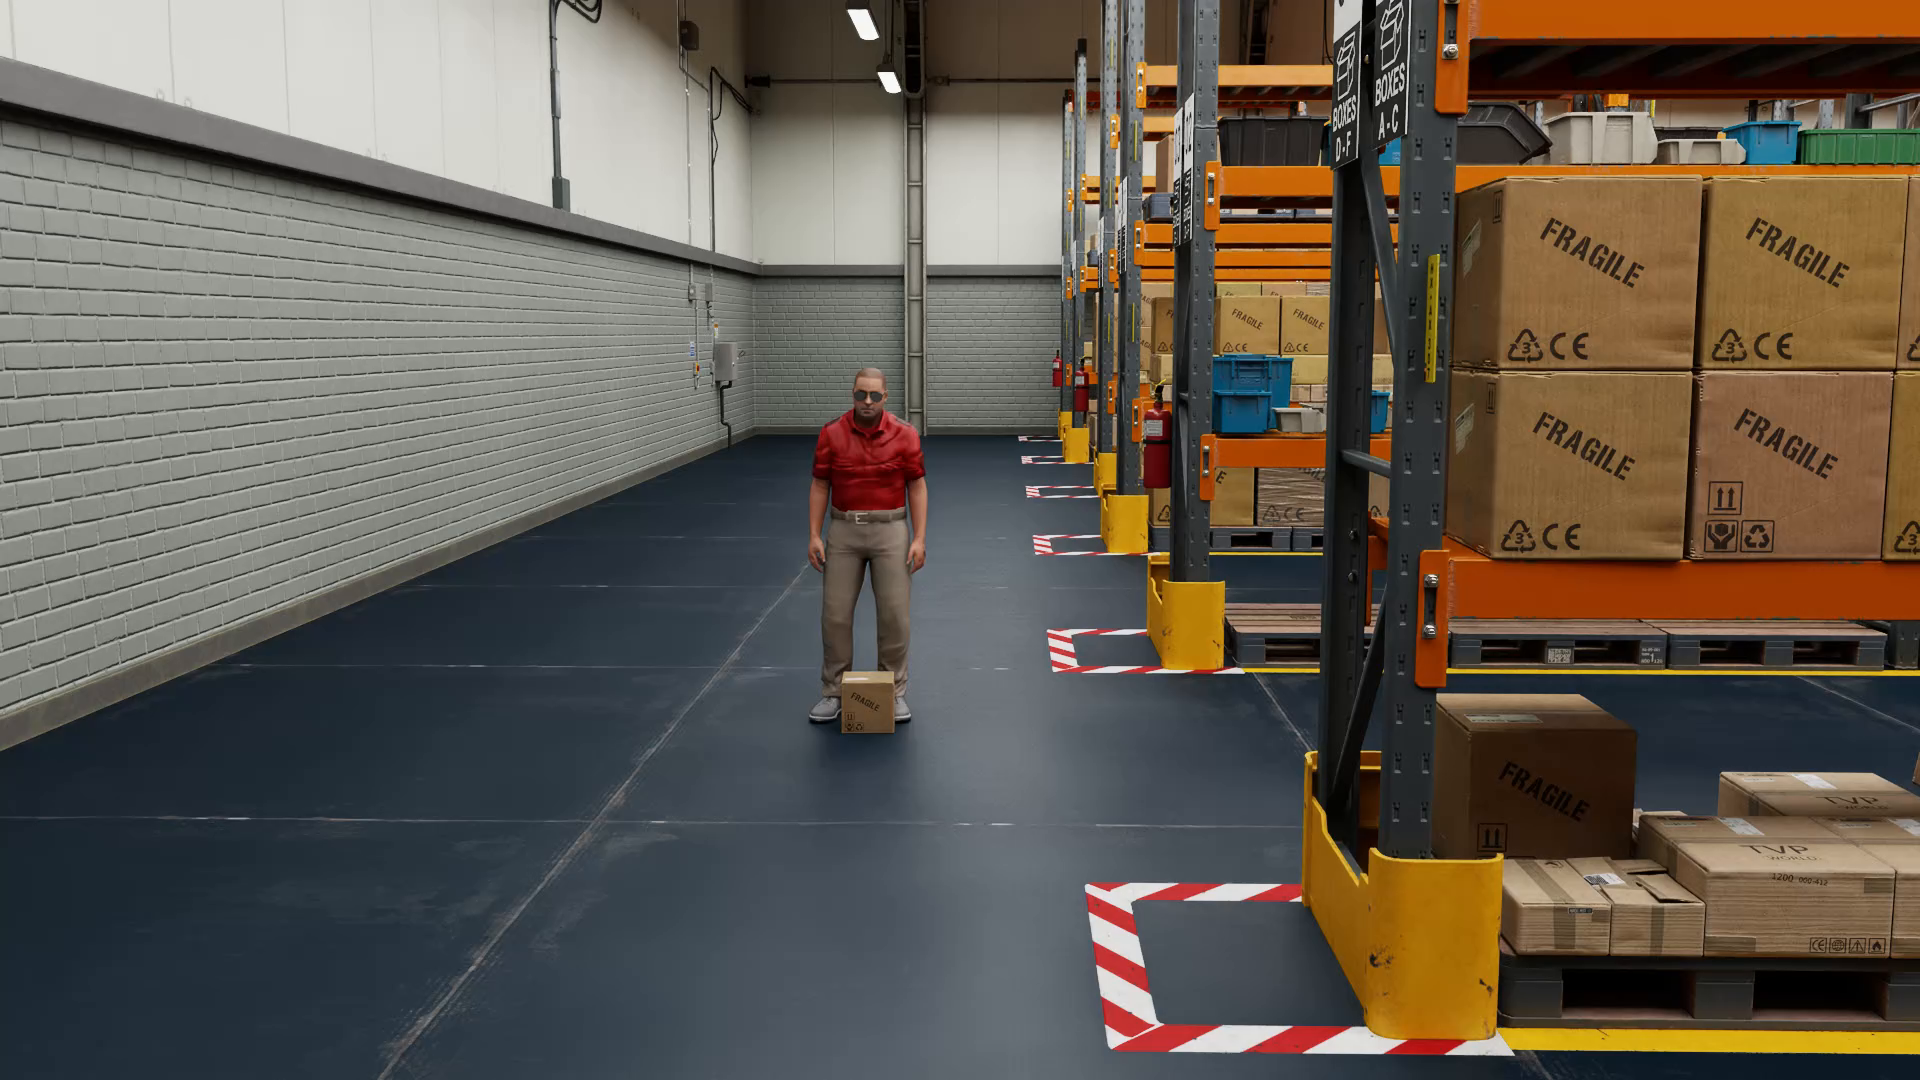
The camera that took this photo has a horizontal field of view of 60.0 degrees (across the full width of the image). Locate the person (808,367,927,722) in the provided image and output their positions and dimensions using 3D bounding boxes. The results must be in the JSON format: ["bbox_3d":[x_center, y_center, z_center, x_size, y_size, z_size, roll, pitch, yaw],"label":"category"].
[{"bbox_3d":[-0.455,0.017,8.183,0.586,1.727,0.395,0,7,2],"label":"person"}]
